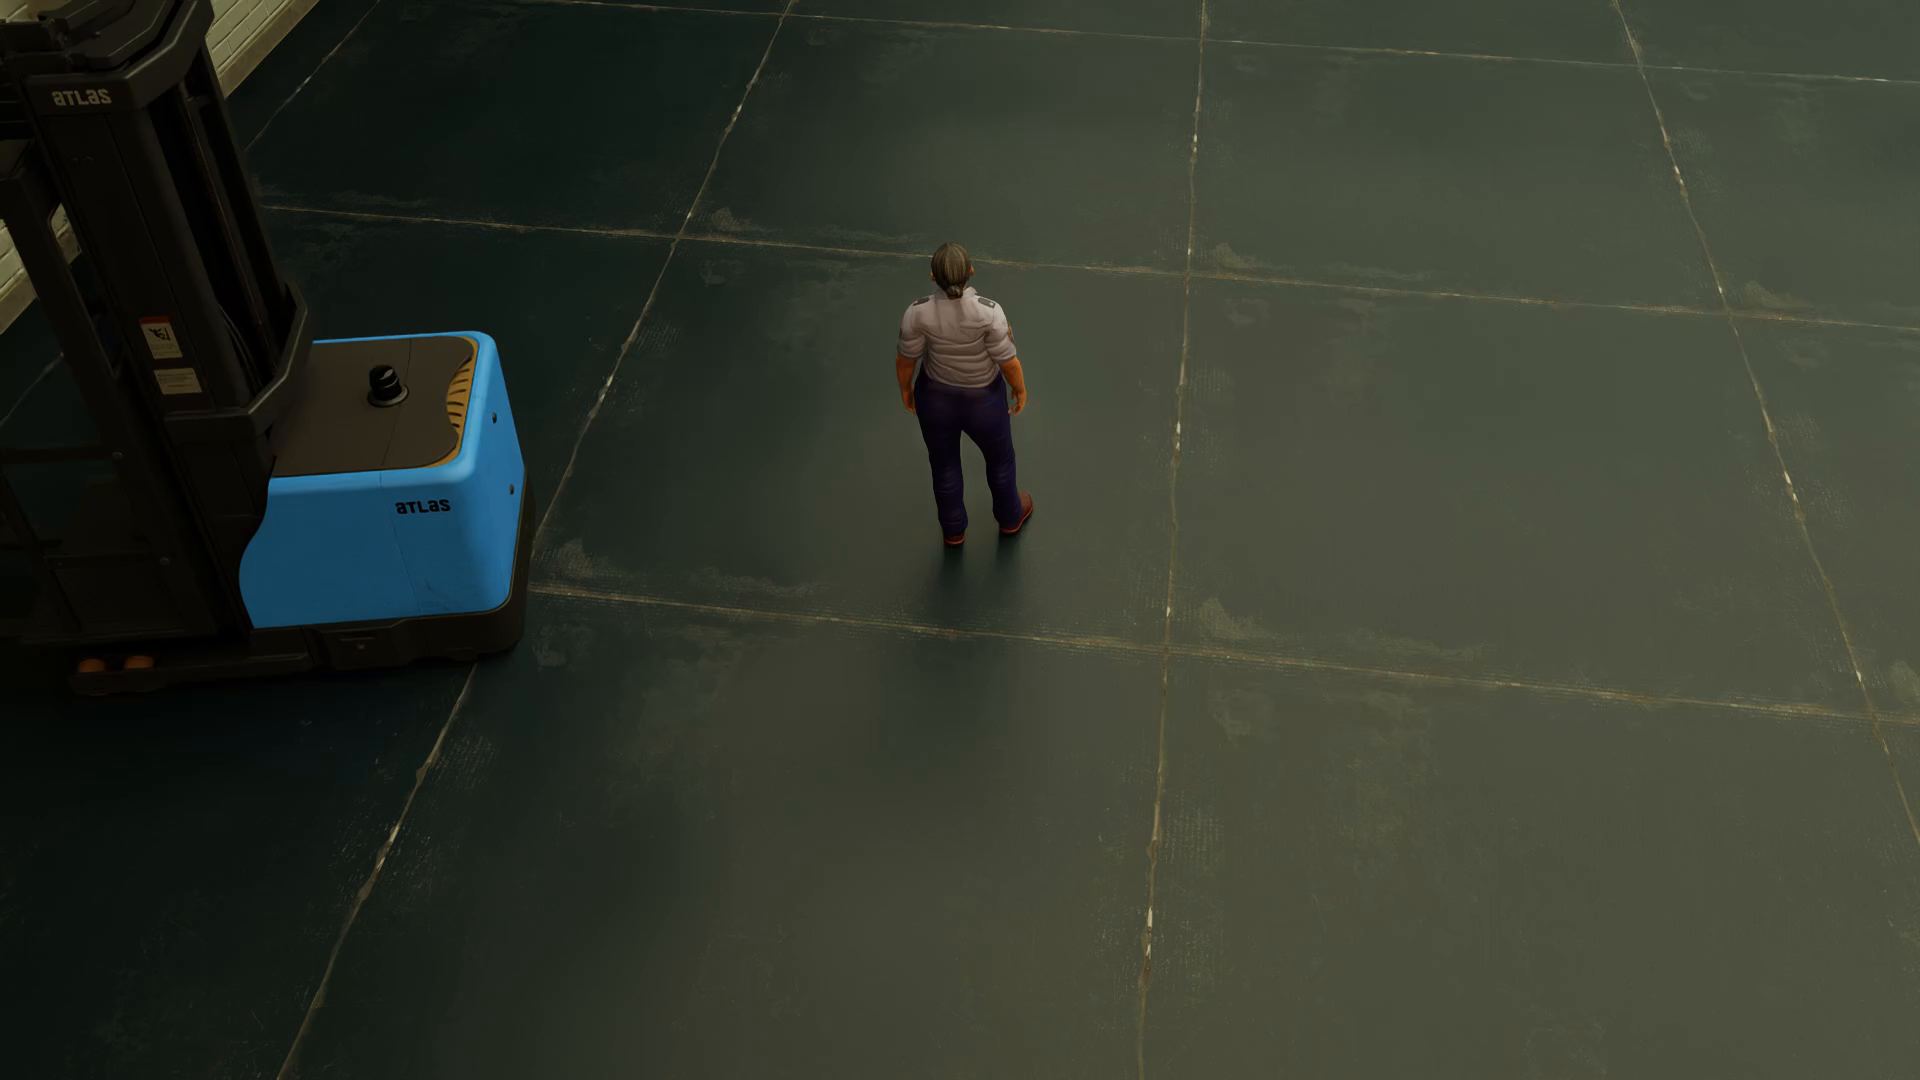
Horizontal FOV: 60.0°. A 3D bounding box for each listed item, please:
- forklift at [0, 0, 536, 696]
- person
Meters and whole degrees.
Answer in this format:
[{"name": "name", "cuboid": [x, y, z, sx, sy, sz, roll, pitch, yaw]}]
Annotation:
[{"name": "forklift", "cuboid": [-3.487, -0.786, 6.580, 3.031, 2.935, 1.130, -4, 43, -5]}, {"name": "person", "cuboid": [0.035, -0.670, 7.391, 0.598, 1.651, 0.503, 5, 43, 6]}]
